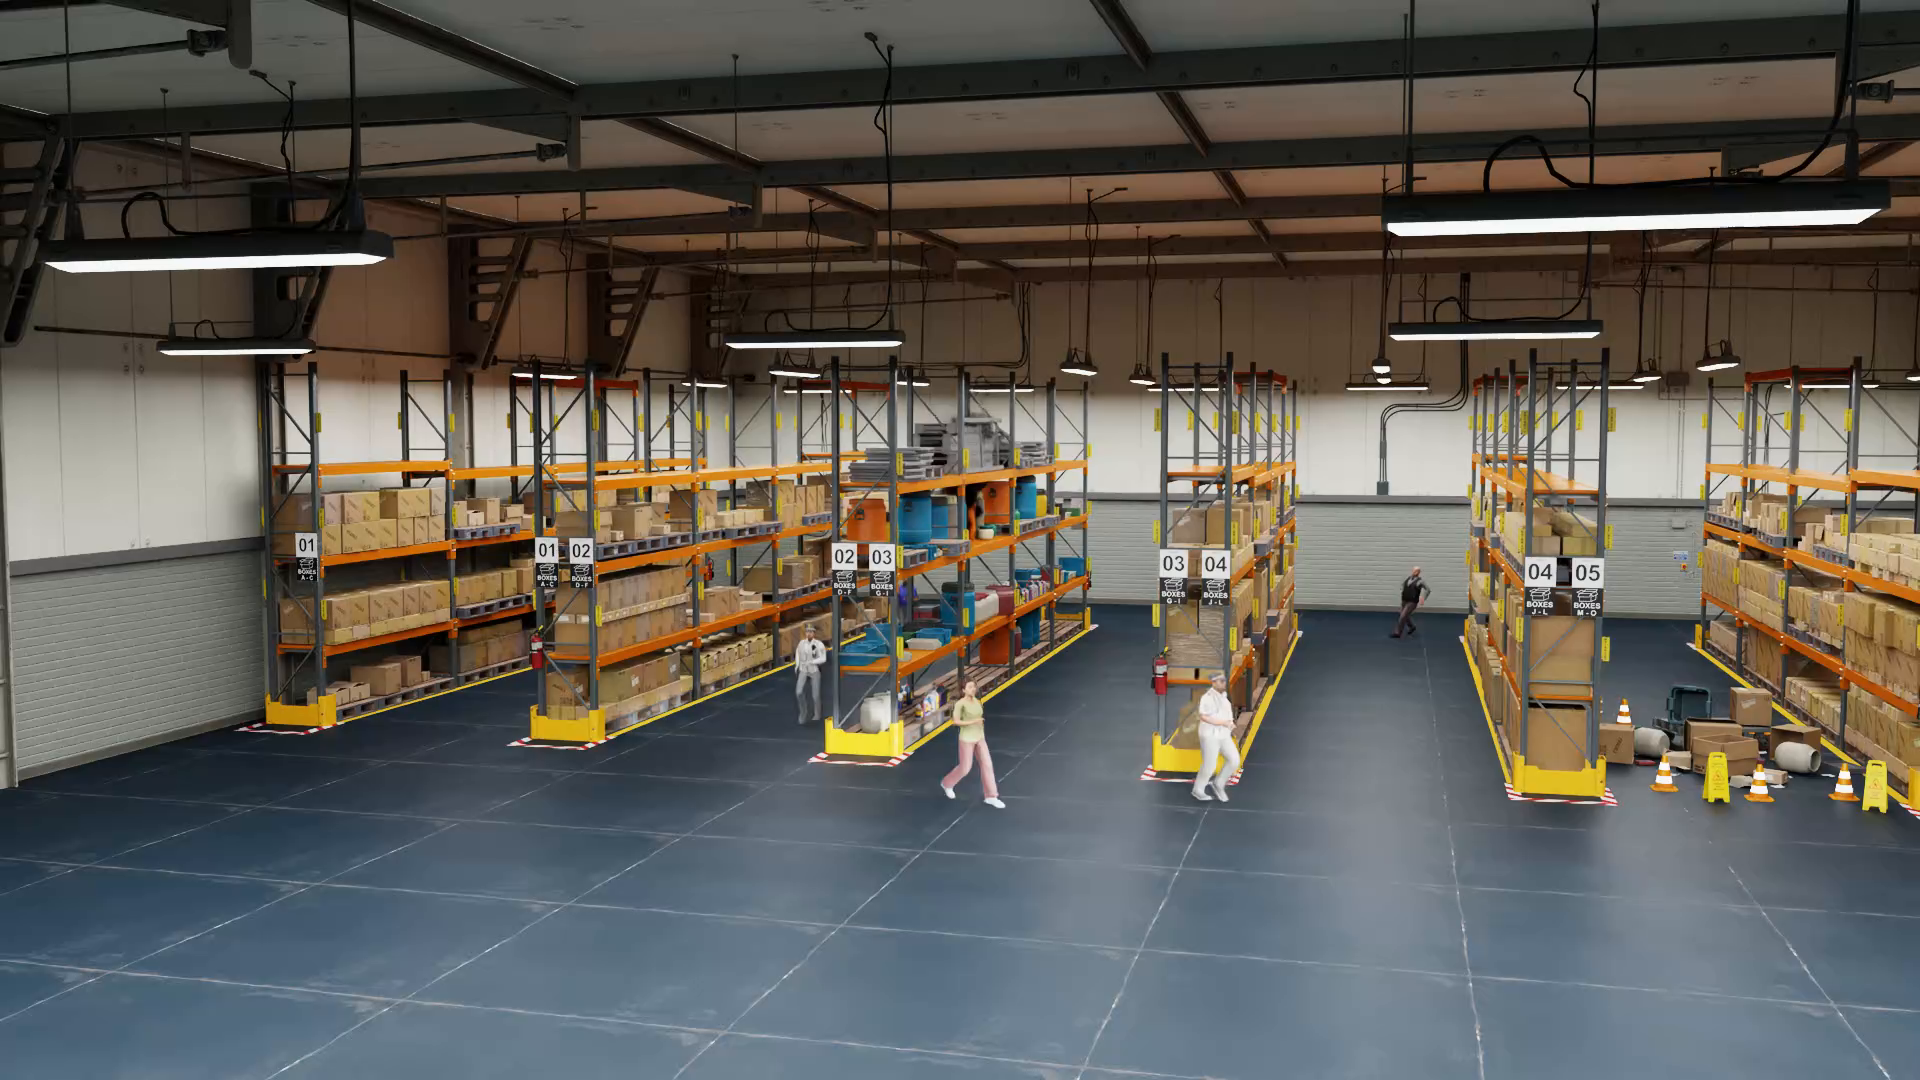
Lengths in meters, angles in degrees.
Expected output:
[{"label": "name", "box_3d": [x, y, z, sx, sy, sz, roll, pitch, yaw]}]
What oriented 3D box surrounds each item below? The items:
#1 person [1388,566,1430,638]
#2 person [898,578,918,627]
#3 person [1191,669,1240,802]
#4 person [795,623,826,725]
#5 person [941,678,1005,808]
[{"label": "person", "box_3d": [10.372, 1.444, 38.455, 0.927, 1.666, 0.700, -2, 5, -28]}, {"label": "person", "box_3d": [-1.185, 1.580, 36.501, 0.583, 1.638, 0.925, 1, 4, 11]}, {"label": "person", "box_3d": [3.397, 2.588, 21.865, 0.745, 1.799, 0.669, 4, 6, 45]}, {"label": "person", "box_3d": [-2.502, 2.220, 27.597, 0.616, 1.693, 0.721, 1, 4, 12]}, {"label": "person", "box_3d": [0.172, 2.634, 21.762, 0.581, 1.632, 1.025, -4, 5, -42]}]
